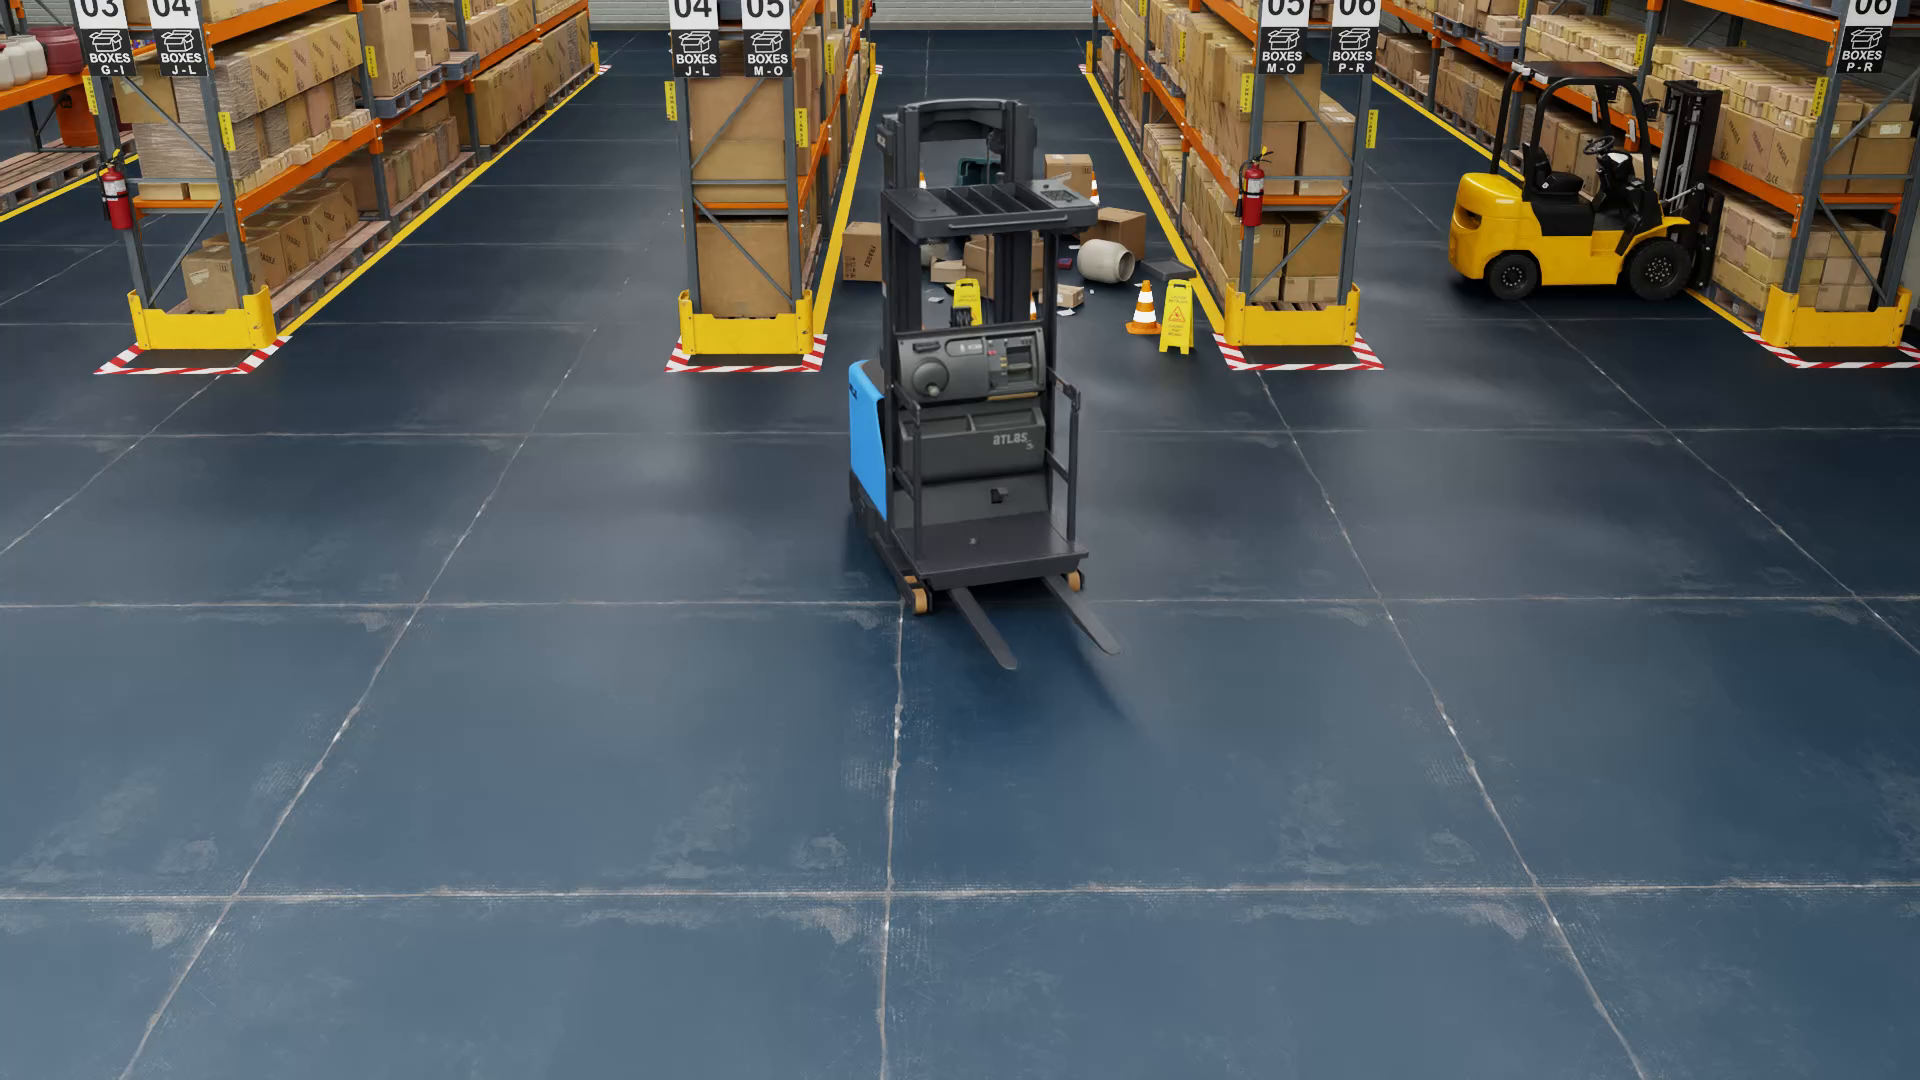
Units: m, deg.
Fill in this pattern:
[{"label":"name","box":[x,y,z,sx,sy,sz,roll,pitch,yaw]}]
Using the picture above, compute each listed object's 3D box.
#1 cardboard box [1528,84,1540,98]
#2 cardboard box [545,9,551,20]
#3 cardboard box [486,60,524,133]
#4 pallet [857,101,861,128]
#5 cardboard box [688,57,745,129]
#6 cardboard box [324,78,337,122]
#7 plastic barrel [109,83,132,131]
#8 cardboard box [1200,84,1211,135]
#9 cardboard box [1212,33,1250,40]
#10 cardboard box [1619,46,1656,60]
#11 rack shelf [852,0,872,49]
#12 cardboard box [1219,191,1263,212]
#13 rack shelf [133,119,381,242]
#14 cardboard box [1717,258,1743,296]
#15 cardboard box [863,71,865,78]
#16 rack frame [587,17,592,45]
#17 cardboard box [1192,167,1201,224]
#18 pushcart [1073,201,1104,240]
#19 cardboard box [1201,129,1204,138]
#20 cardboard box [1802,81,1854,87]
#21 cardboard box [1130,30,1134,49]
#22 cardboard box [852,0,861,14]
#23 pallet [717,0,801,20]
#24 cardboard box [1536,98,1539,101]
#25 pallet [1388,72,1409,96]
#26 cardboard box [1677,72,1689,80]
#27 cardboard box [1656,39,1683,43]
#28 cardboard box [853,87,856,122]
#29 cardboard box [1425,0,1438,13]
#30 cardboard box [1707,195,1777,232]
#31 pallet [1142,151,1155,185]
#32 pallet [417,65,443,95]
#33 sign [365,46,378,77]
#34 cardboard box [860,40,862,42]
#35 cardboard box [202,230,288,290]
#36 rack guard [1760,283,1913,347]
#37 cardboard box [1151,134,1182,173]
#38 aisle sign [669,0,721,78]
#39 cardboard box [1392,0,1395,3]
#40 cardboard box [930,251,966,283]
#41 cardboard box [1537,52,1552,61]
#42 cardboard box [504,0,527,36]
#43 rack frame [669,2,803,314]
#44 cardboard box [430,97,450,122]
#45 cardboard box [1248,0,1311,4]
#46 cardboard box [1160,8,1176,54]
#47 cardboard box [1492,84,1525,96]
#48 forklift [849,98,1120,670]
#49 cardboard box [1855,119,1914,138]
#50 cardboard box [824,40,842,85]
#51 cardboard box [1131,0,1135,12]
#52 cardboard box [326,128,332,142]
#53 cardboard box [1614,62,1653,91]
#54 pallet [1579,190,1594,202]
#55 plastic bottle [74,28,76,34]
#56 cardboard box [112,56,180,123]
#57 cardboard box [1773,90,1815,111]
[{"label":"cardboard box","box":[8.153,-6.275,23.222,0.380,0.149,0.250,0,24,0]},{"label":"cardboard box","box":[-6.688,-8.305,26.278,0.380,0.149,0.250,1,24,1]},{"label":"cardboard box","box":[-6.956,-6.306,23.622,1.225,0.875,0.875,0,24,0]},{"label":"pallet","box":[-2.040,-6.469,25.296,1.003,0.211,1.213,0,24,-1]},{"label":"cardboard box","box":[-1.983,-4.055,15.083,0.875,0.550,0.550,0,24,-1]},{"label":"cardboard box","box":[-7.010,-4.572,17.237,0.875,0.500,0.500,0,24,-1]},{"label":"plastic barrel","box":[-11.954,-6.168,23.665,0.600,0.588,0.708,0,24,-1]},{"label":"cardboard box","box":[2.733,-4.412,16.883,0.500,0.500,0.500,0,24,-1]},{"label":"cardboard box","box":[2.833,-4.650,16.195,0.700,0.500,0.500,0,24,-1]},{"label":"cardboard box","box":[7.753,-5.539,18.949,0.380,0.149,0.250,0,24,-1]},{"label":"rack shelf","box":[-2.072,-8.556,27.401,1.077,0.370,4.000,0,24,-1]},{"label":"cardboard box","box":[2.689,-3.235,15.892,0.380,0.149,0.250,0,24,1]},{"label":"rack shelf","box":[-6.902,-3.631,16.511,1.077,0.370,4.000,0,24,-1]},{"label":"cardboard box","box":[7.676,-2.539,16.050,0.500,0.250,0.500,0,24,-1]},{"label":"cardboard box","box":[-1.794,-7.851,27.918,0.380,0.149,0.250,0,24,0]},{"label":"rack frame","box":[-7.054,-9.728,29.118,1.000,3.000,0.127,0,24,-1]},{"label":"cardboard box","box":[2.740,-3.643,17.581,0.500,0.500,0.500,1,24,2]},{"label":"pushcart","box":[0.707,-3.602,18.756,1.648,0.377,0.936,-9,26,-19]},{"label":"cardboard box","box":[2.725,-4.266,17.348,0.380,0.149,0.250,0,24,1]},{"label":"cardboard box","box":[8.201,-4.246,15.729,0.380,0.149,0.250,0,24,1]},{"label":"cardboard box","box":[2.667,-7.033,23.341,0.500,0.250,0.500,0,24,-1]},{"label":"cardboard box","box":[-1.803,-8.446,25.803,0.500,0.500,0.500,-1,24,-2]},{"label":"pallet","box":[-1.938,-4.747,14.574,1.003,0.211,1.213,0,24,-1]},{"label":"cardboard box","box":[8.196,-5.929,23.243,0.500,0.500,0.500,0,24,0]},{"label":"pallet","box":[7.839,-7.664,27.940,1.003,0.211,1.213,0,24,-1]},{"label":"cardboard box","box":[7.653,-4.744,17.190,0.380,0.149,0.250,0,24,1]},{"label":"cardboard box","box":[8.207,-5.760,19.436,0.380,0.149,0.250,0,24,-1]},{"label":"cardboard box","box":[-1.783,-6.386,24.253,0.500,0.500,0.500,-1,24,-2]},{"label":"cardboard box","box":[7.613,-8.424,26.056,0.500,0.250,0.500,0,24,1]},{"label":"cardboard box","box":[7.649,-3.204,16.307,0.500,0.250,0.500,0,24,0]},{"label":"pallet","box":[2.949,-4.883,21.791,1.003,0.211,1.213,0,24,-1]},{"label":"pallet","box":[-6.905,-5.528,20.066,1.003,0.211,1.213,0,24,-1]},{"label":"sign","box":[-6.381,-5.183,18.019,0.100,0.325,0.005,0,24,-1]},{"label":"cardboard box","box":[-1.889,-8.551,28.744,0.380,0.149,0.250,0,24,0]},{"label":"cardboard box","box":[-6.911,-2.691,16.083,0.500,0.500,0.500,6,25,13]},{"label":"rack guard","box":[7.993,-2.054,15.185,1.175,0.500,0.348,0,24,-1]},{"label":"cardboard box","box":[2.955,-4.933,21.196,0.950,0.372,0.625,-1,24,-2]},{"label":"aisle sign","box":[-2.218,-4.269,13.895,0.394,0.787,0.004,0,24,-1]},{"label":"cardboard box","box":[7.576,-9.228,28.318,0.380,0.149,0.250,0,24,1]},{"label":"cardboard box","box":[-0.102,-2.818,17.158,0.396,0.266,0.258,4,25,9]},{"label":"cardboard box","box":[7.667,-6.040,21.147,0.500,0.250,0.500,-1,24,-2]},{"label":"cardboard box","box":[-6.734,-7.730,24.579,0.500,0.500,0.500,0,24,1]},{"label":"rack frame","box":[-1.919,-3.115,14.498,1.000,3.000,0.127,0,24,-1]},{"label":"cardboard box","box":[-6.930,-5.558,21.489,0.500,0.250,0.500,1,24,2]},{"label":"cardboard box","box":[2.755,-4.823,14.454,0.500,0.250,0.500,-1,24,-1]},{"label":"cardboard box","box":[2.741,-6.228,20.389,0.500,0.500,0.500,0,24,0]},{"label":"cardboard box","box":[7.654,-6.271,23.212,0.380,0.149,0.250,-1,24,-2]},{"label":"forklift","box":[0.140,-1.057,10.031,1.130,2.935,3.031,-7,25,-15]},{"label":"cardboard box","box":[8.249,-3.685,14.849,0.380,0.149,0.250,-1,24,-2]},{"label":"cardboard box","box":[-1.723,-5.861,20.448,0.500,0.500,0.500,-1,24,-1]},{"label":"cardboard box","box":[2.663,-7.605,23.090,0.500,0.500,0.500,0,24,-1]},{"label":"cardboard box","box":[-6.706,-4.169,17.132,0.380,0.149,0.250,0,24,-1]},{"label":"cardboard box","box":[7.688,-5.212,18.709,0.500,0.250,0.500,-1,24,-2]},{"label":"pallet","box":[7.902,-3.884,19.582,1.003,0.211,1.213,0,24,-1]},{"label":"plastic bottle","box":[-12.363,-6.991,23.210,0.061,0.283,0.133,0,24,-1]},{"label":"cardboard box","box":[-7.133,-3.997,14.751,0.500,0.500,0.500,0,24,-1]},{"label":"cardboard box","box":[7.715,-4.035,15.263,0.380,0.149,0.250,0,24,1]}]
